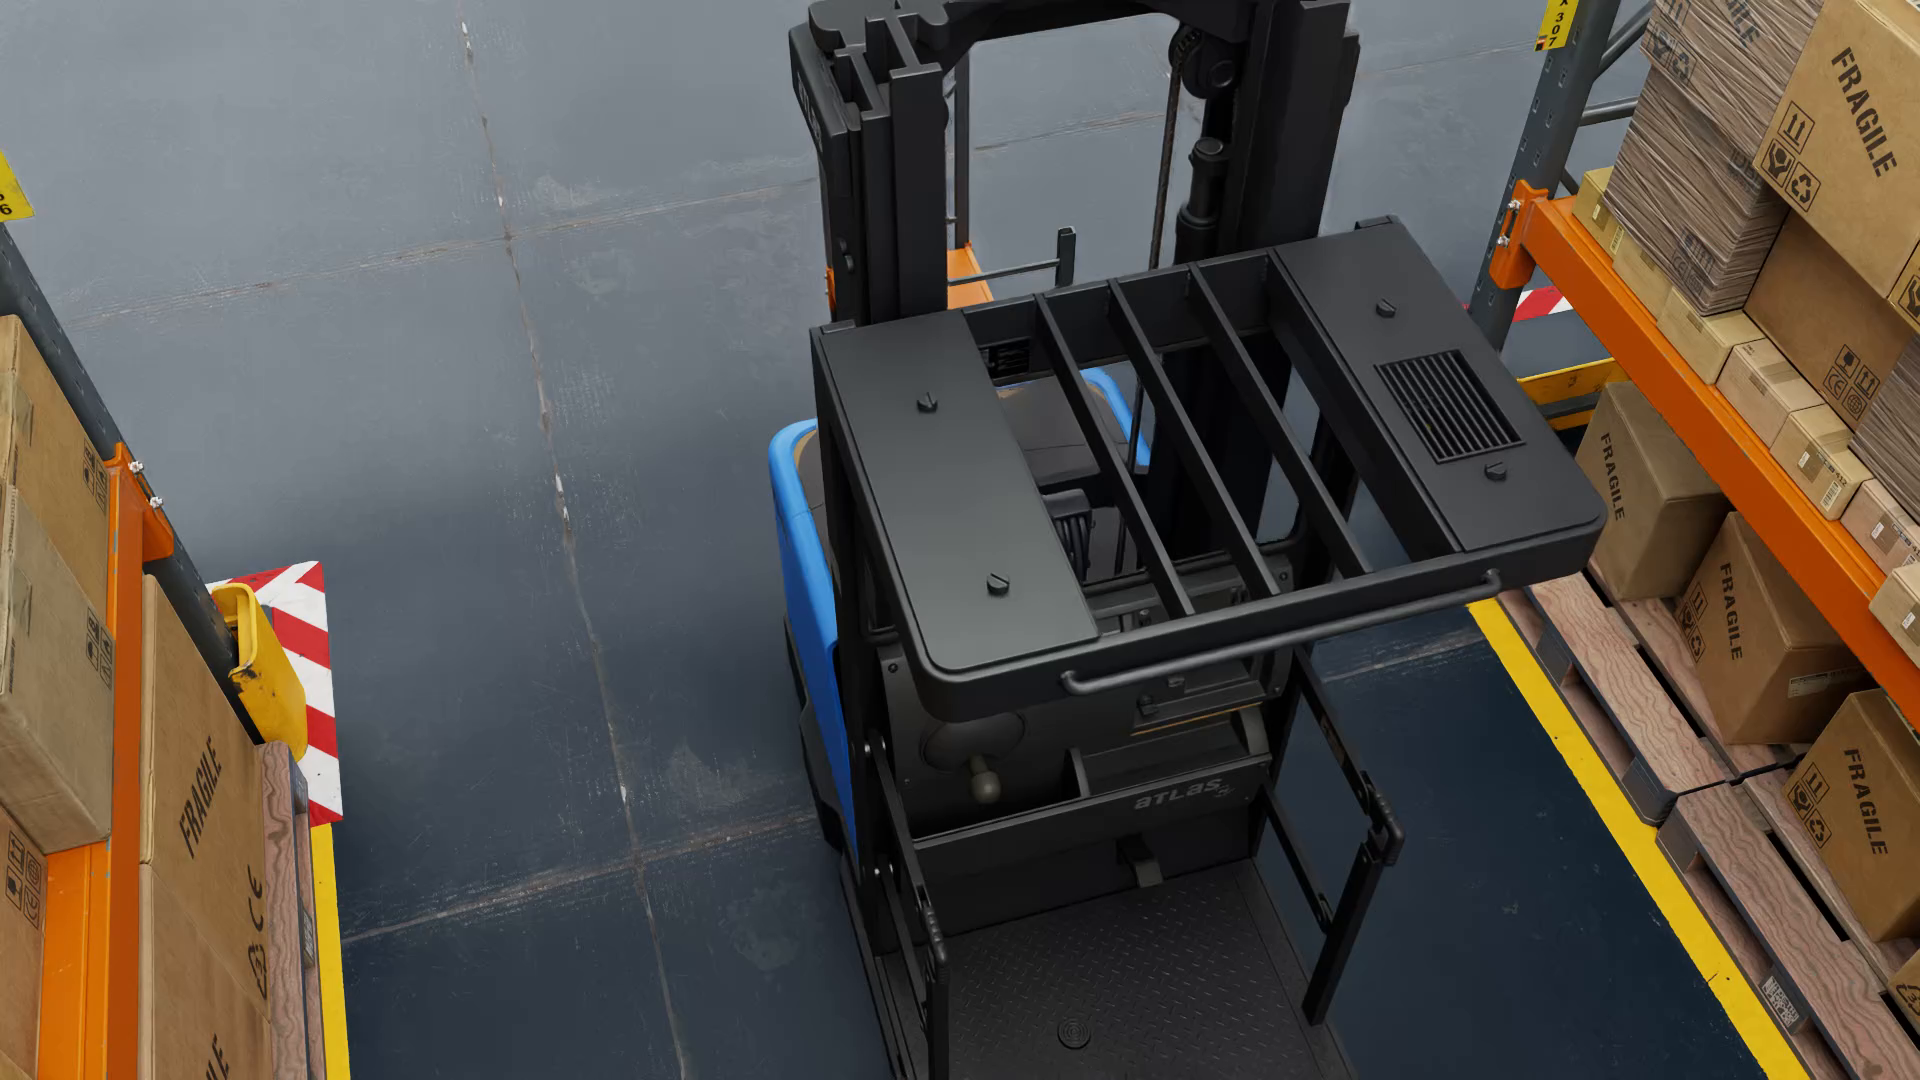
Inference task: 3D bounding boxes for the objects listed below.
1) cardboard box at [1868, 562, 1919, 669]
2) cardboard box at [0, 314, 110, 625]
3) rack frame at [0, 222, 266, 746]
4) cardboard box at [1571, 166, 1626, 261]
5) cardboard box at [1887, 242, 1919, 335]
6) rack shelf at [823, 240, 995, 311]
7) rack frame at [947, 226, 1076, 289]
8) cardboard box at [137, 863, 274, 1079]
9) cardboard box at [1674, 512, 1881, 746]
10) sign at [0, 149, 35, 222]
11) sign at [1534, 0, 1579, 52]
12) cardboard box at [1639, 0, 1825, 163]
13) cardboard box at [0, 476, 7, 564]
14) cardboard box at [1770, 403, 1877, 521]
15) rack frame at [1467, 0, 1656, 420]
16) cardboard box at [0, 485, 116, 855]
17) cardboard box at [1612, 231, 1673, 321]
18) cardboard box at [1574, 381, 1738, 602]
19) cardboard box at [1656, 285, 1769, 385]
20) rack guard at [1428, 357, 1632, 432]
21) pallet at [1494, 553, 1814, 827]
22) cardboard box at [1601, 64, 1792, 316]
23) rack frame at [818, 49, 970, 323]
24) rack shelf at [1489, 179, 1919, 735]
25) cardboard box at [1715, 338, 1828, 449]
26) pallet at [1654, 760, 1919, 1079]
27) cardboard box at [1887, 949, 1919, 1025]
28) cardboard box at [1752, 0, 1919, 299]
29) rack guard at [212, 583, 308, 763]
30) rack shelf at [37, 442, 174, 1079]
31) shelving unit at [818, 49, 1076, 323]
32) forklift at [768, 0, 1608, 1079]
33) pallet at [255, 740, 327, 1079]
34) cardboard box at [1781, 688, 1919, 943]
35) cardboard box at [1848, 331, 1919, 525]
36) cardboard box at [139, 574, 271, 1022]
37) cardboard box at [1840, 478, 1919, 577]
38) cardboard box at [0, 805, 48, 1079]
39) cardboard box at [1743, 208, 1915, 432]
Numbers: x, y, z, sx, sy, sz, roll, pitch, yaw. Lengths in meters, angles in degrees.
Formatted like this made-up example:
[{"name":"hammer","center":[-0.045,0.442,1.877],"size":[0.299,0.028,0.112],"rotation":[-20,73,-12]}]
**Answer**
[{"name":"cardboard box","center":[2.350,0.159,3.818],"size":[0.380,0.149,0.250],"rotation":[-13,51,-11]},{"name":"cardboard box","center":[-2.473,-0.041,3.725],"size":[0.875,0.550,0.550],"rotation":[-13,51,-11]},{"name":"rack frame","center":[-2.626,-0.254,4.002],"size":[1.000,3.000,0.127],"rotation":[-13,51,-11]},{"name":"cardboard box","center":[1.999,-0.958,4.760],"size":[0.380,0.149,0.250],"rotation":[-13,51,-11]},{"name":"cardboard box","center":[2.335,-0.557,3.344],"size":[0.500,0.500,0.500],"rotation":[-13,51,-11]},{"name":"rack shelf","center":[-0.071,-0.560,5.477],"size":[0.538,0.185,1.000],"rotation":[-13,51,-10]},{"name":"rack frame","center":[0.070,-0.303,5.024],"size":[0.500,1.500,0.032],"rotation":[-13,51,-10]},{"name":"cardboard box","center":[-2.100,1.418,3.707],"size":[0.875,0.875,0.875],"rotation":[-14,51,-12]},{"name":"cardboard box","center":[2.520,0.258,4.931],"size":[0.500,0.500,0.500],"rotation":[-2,50,-1]},{"name":"sign","center":[-2.103,-0.816,3.564],"size":[0.100,0.325,0.005],"rotation":[-13,51,-11]},{"name":"sign","center":[1.624,-1.458,4.451],"size":[0.100,0.325,0.005],"rotation":[-13,51,-11]},{"name":"cardboard box","center":[2.044,-1.288,3.960],"size":[0.500,0.500,0.500],"rotation":[-13,51,-11]},{"name":"cardboard box","center":[-2.302,0.011,2.975],"size":[0.875,0.550,0.550],"rotation":[-13,51,-11]},{"name":"cardboard box","center":[2.275,-0.223,4.141],"size":[0.380,0.149,0.250],"rotation":[-13,51,-11]},{"name":"rack frame","center":[2.142,-1.301,4.885],"size":[1.000,3.000,0.127],"rotation":[-13,51,-11]},{"name":"cardboard box","center":[-2.289,0.356,3.390],"size":[0.875,0.550,0.550],"rotation":[-13,51,-11]},{"name":"cardboard box","center":[2.054,-0.771,4.603],"size":[0.380,0.149,0.250],"rotation":[-13,51,-11]},{"name":"cardboard box","center":[2.311,-0.171,5.293],"size":[0.500,0.500,0.500],"rotation":[-5,50,-4]},{"name":"cardboard box","center":[2.114,-0.585,4.446],"size":[0.380,0.149,0.250],"rotation":[-13,51,-11]},{"name":"rack guard","center":[2.165,-0.440,5.794],"size":[1.175,0.500,0.348],"rotation":[-13,51,-11]},{"name":"pallet","center":[2.371,0.254,5.398],"size":[1.003,0.211,1.213],"rotation":[-13,51,-11]},{"name":"cardboard box","center":[2.279,-1.022,4.389],"size":[0.875,0.500,0.500],"rotation":[-13,51,-11]},{"name":"rack frame","center":[-0.213,-1.049,5.654],"size":[0.500,1.500,0.032],"rotation":[-13,51,-10]},{"name":"rack shelf","center":[2.734,0.391,3.929],"size":[1.077,0.370,4.000],"rotation":[-13,51,-11]},{"name":"cardboard box","center":[2.208,-0.407,4.296],"size":[0.380,0.149,0.250],"rotation":[-13,51,-11]},{"name":"pallet","center":[2.728,1.144,4.648],"size":[1.003,0.211,1.213],"rotation":[-13,51,-11]},{"name":"cardboard box","center":[2.810,1.137,4.190],"size":[0.500,0.500,0.500],"rotation":[-17,52,-14]},{"name":"cardboard box","center":[2.186,-0.922,3.651],"size":[0.500,0.500,0.500],"rotation":[-13,51,-11]},{"name":"rack guard","center":[-2.633,0.534,4.972],"size":[1.175,0.500,0.348],"rotation":[-13,51,-11]},{"name":"rack shelf","center":[-2.034,1.439,3.046],"size":[1.077,0.370,4.000],"rotation":[-13,51,-11]},{"name":"shelving unit","center":[-0.069,-0.669,5.333],"size":[0.587,1.500,1.083],"rotation":[-13,51,-10]},{"name":"forklift","center":[0.351,0.414,3.484],"size":[1.130,2.935,3.031],"rotation":[-13,51,-10]},{"name":"pallet","center":[-2.315,1.211,4.591],"size":[1.003,0.211,1.213],"rotation":[-13,51,-11]},{"name":"cardboard box","center":[2.687,0.719,4.542],"size":[0.500,0.500,0.500],"rotation":[-9,50,-8]},{"name":"cardboard box","center":[2.648,-0.308,3.788],"size":[0.875,0.500,0.500],"rotation":[-13,51,-11]},{"name":"cardboard box","center":[-2.362,0.776,4.249],"size":[0.875,0.875,0.875],"rotation":[-13,51,-11]},{"name":"cardboard box","center":[2.375,-0.047,3.992],"size":[0.380,0.149,0.250],"rotation":[-13,51,-11]},{"name":"cardboard box","center":[-2.244,0.793,3.022],"size":[0.875,0.550,0.550],"rotation":[-13,51,-11]},{"name":"cardboard box","center":[2.541,-0.683,4.104],"size":[0.875,0.500,0.500],"rotation":[-13,51,-11]}]
